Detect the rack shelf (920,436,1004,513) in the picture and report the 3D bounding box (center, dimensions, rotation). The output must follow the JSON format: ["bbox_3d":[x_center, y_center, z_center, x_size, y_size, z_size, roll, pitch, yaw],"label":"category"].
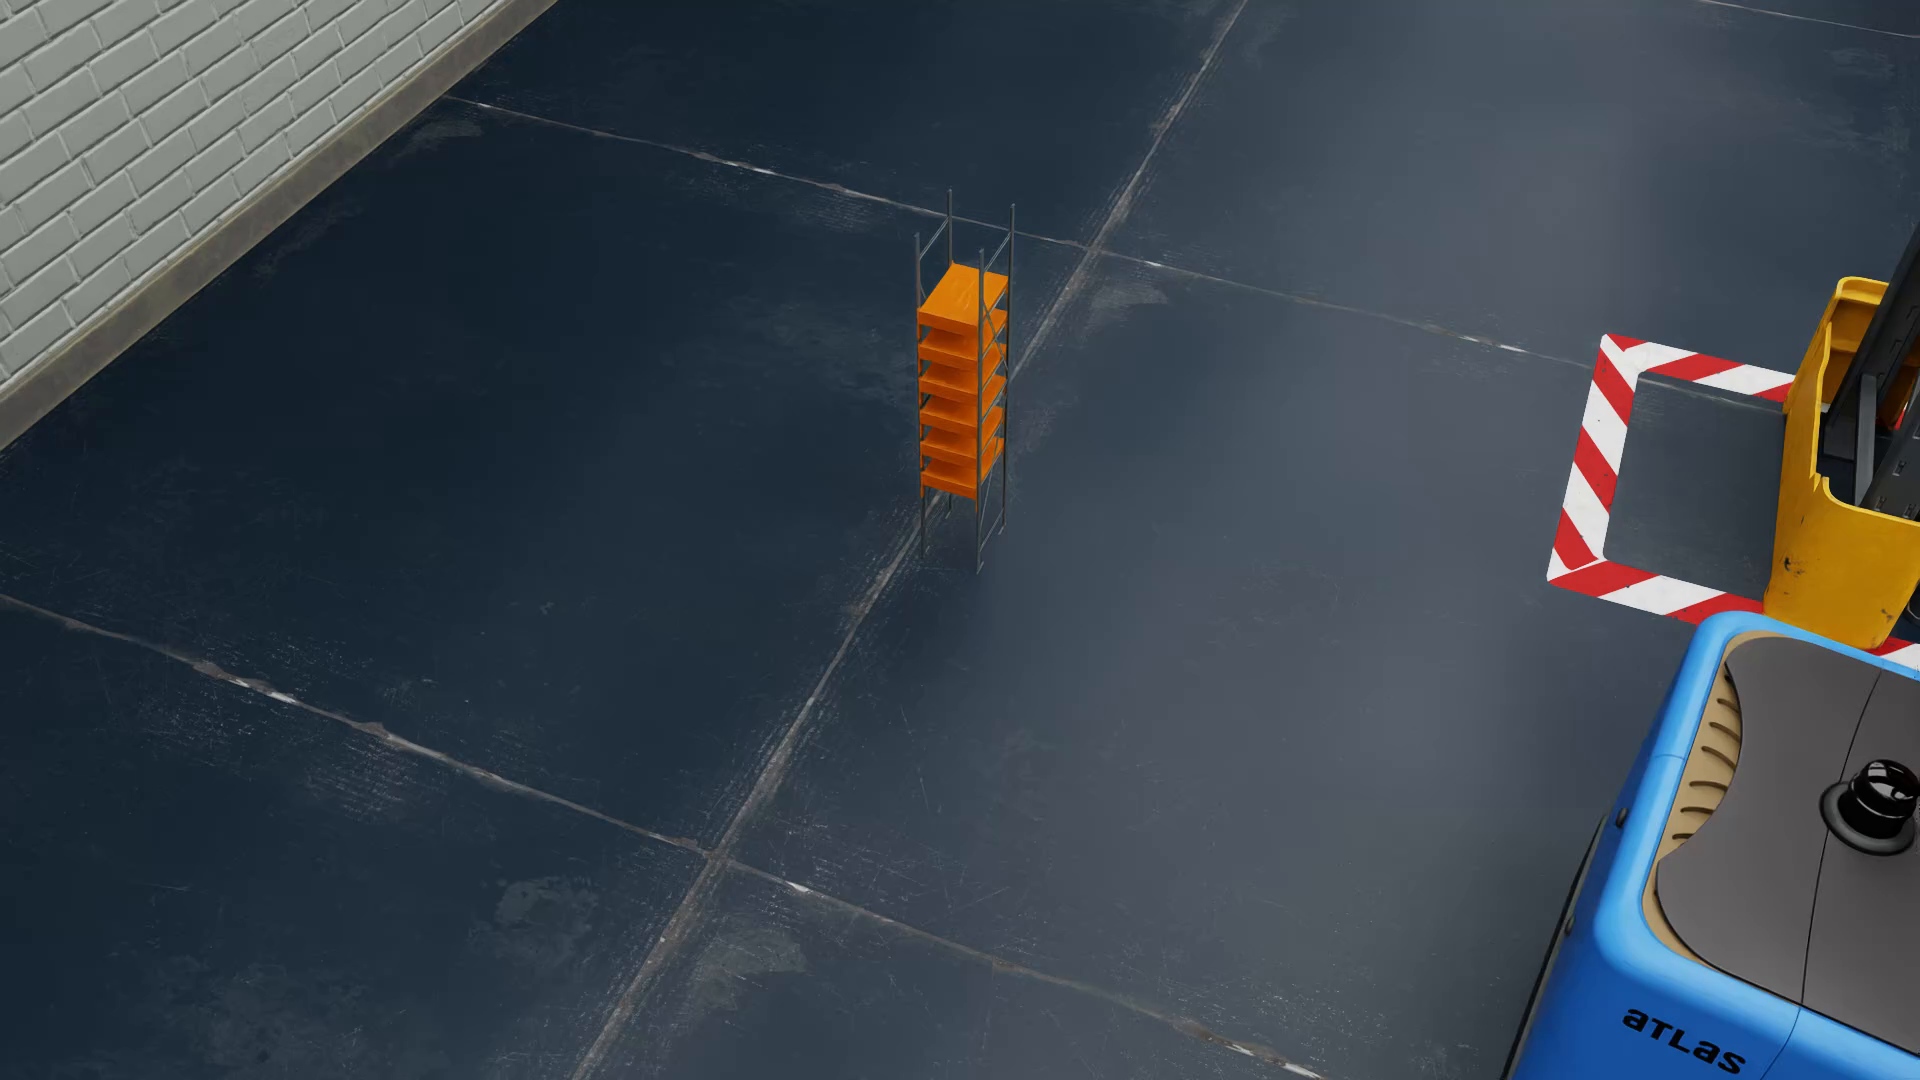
[{"bbox_3d":[0.013,-0.220,5.023,0.180,0.103,0.258,16,47,16],"label":"rack shelf"}]

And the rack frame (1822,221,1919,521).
[{"bbox_3d":[2.818,-1.145,4.274,0.127,3.000,1.000,16,47,16],"label":"rack frame"}]

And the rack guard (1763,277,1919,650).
[{"bbox_3d":[2.795,-0.265,5.162,0.348,0.500,1.175,16,47,16],"label":"rack guard"}]

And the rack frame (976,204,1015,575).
[{"bbox_3d":[0.098,-0.397,4.798,0.006,1.200,0.240,16,47,16],"label":"rack frame"}]

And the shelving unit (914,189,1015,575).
[{"bbox_3d":[0.013,-0.421,4.823,0.189,1.200,0.258,16,47,16],"label":"shelving unit"}]

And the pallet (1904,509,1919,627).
[{"bbox_3d":[3.586,0.010,5.091,1.213,0.211,1.003,16,47,16],"label":"pallet"}]

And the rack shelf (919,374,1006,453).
[{"bbox_3d":[0.013,-0.390,4.854,0.180,0.103,0.258,16,47,16],"label":"rack shelf"}]

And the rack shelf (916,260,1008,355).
[{"bbox_3d":[0.013,-0.645,4.600,0.180,0.103,0.258,16,47,16],"label":"rack shelf"}]

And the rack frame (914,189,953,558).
[{"bbox_3d":[-0.071,-0.446,4.848,0.006,1.200,0.240,16,47,16],"label":"rack frame"}]

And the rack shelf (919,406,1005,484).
[{"bbox_3d":[0.013,-0.305,4.939,0.180,0.103,0.258,16,47,16],"label":"rack shelf"}]

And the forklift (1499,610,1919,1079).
[{"bbox_3d":[2.686,0.666,2.502,3.031,2.935,1.130,22,49,21],"label":"forklift"}]

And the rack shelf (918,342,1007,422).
[{"bbox_3d":[0.013,-0.475,4.770,0.180,0.103,0.258,16,47,16],"label":"rack shelf"}]

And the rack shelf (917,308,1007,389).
[{"bbox_3d":[0.013,-0.560,4.685,0.180,0.103,0.258,16,47,16],"label":"rack shelf"}]
